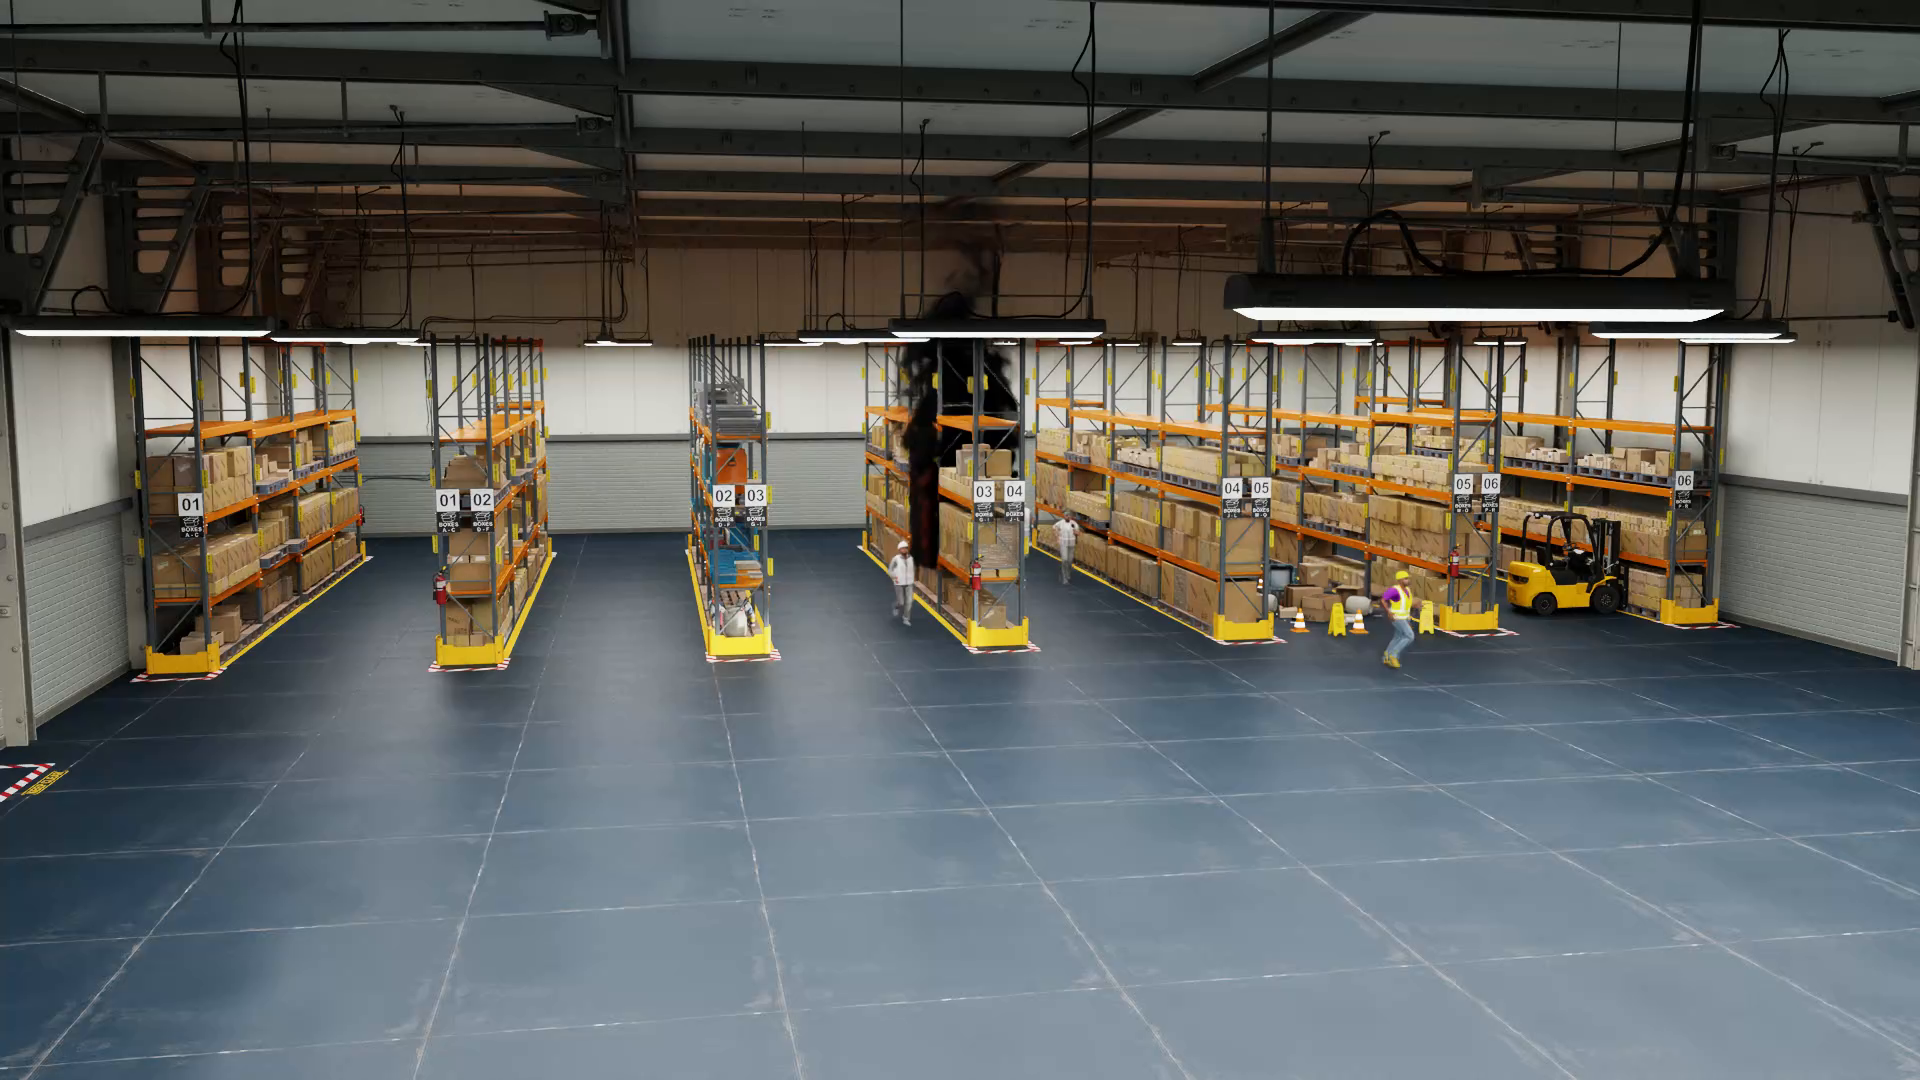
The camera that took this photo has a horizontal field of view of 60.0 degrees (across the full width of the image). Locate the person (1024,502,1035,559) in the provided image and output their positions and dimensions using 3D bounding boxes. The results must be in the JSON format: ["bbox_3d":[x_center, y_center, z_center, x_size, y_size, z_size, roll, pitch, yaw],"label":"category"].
[{"bbox_3d":[1.672,-0.246,44.612,0.683,1.737,0.594,-1,7,-7],"label":"person"}]

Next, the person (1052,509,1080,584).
[{"bbox_3d":[2.643,0.151,40.961,0.641,1.844,0.758,-1,7,-12],"label":"person"}]

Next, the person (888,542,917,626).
[{"bbox_3d":[-1.184,0.899,34.724,0.663,1.750,0.756,-2,7,-20],"label":"person"}]

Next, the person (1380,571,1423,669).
[{"bbox_3d":[7.970,1.434,29.956,0.679,1.766,0.668,5,8,35],"label":"person"}]
